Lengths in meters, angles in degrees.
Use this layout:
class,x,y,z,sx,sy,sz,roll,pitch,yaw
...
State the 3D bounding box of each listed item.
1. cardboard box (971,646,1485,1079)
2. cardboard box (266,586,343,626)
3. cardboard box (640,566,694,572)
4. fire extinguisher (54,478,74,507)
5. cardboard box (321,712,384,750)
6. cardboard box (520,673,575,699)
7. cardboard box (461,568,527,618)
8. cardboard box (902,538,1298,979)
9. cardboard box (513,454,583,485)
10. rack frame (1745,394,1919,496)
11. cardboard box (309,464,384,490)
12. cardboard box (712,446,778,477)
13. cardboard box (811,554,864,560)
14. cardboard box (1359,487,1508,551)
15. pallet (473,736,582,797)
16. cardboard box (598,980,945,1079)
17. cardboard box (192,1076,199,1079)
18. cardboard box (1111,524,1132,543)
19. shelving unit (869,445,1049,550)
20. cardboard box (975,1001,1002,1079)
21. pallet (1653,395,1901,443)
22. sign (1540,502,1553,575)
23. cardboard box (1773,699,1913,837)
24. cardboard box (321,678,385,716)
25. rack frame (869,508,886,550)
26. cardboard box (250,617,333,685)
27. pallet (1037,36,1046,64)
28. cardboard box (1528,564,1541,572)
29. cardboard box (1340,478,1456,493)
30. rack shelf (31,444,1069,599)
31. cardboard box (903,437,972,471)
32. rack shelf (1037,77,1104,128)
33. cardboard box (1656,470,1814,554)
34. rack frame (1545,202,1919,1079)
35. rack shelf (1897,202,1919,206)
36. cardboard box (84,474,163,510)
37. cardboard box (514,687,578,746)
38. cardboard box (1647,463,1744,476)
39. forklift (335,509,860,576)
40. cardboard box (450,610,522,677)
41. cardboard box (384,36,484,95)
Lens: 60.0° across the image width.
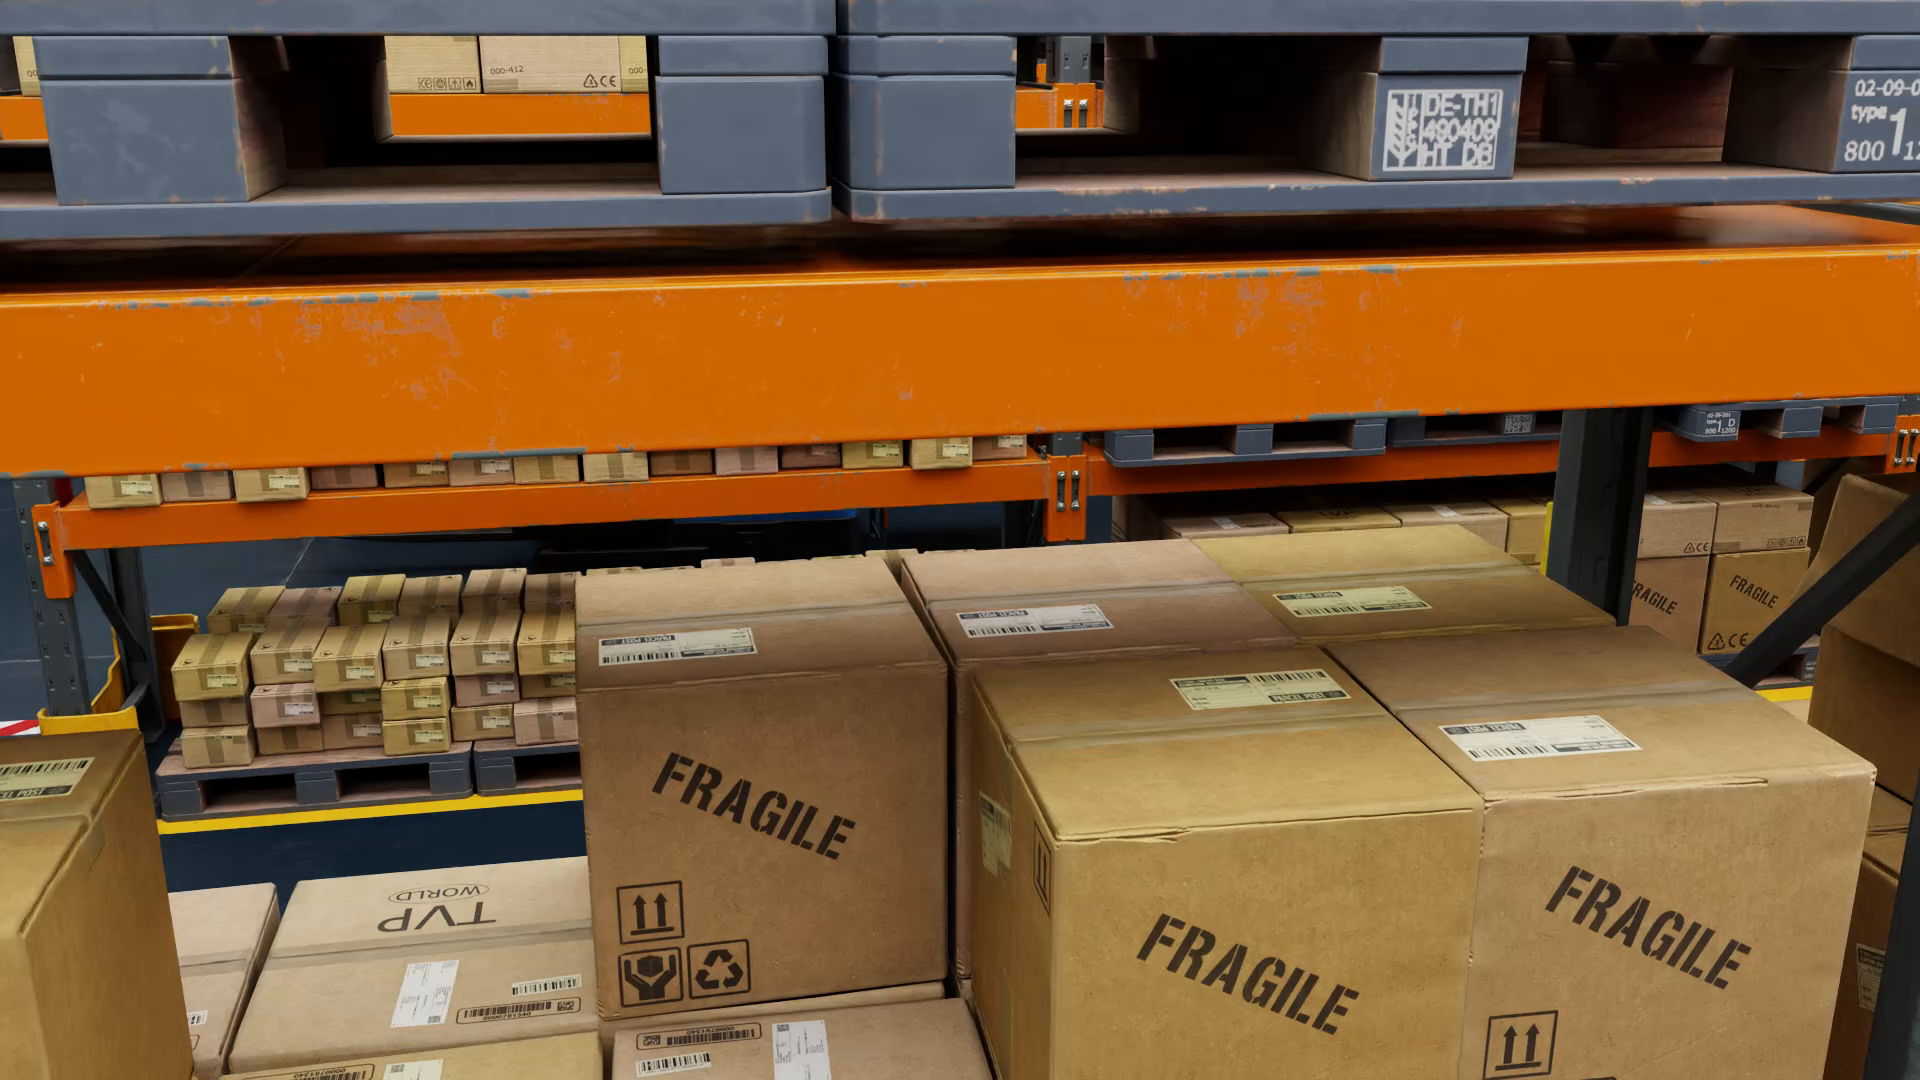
class,x,y,z,sx,sy,sz,roll,pitch,yaw
cardboard box,0.306,0.471,2.140,0.500,0.500,0.500,-3,17,-10
cardboard box,-2.841,0.336,7.237,0.250,0.149,0.380,-3,17,-9
cardboard box,-1.310,0.250,7.517,0.250,0.149,0.380,-4,18,-13
fire extinguisher,-3.905,-0.346,7.095,0.183,0.674,0.296,-3,17,-10
cardboard box,-2.511,0.729,6.969,0.250,0.149,0.380,-3,17,-10
cardboard box,-1.731,0.532,7.103,0.250,0.149,0.380,-2,17,-8
cardboard box,-2.091,0.258,7.491,0.250,0.149,0.380,-3,17,-8
cardboard box,0.195,0.320,2.633,0.500,0.500,0.500,-3,17,-10
cardboard box,-1.668,-0.347,6.760,0.250,0.149,0.380,-3,17,-8
rack frame,4.285,-0.887,8.092,0.127,3.000,1.000,-3,17,-10
cardboard box,-2.445,-0.325,6.689,0.250,0.149,0.380,-2,17,-8
cardboard box,-0.904,-0.387,6.890,0.250,0.149,0.380,-4,18,-13
cardboard box,-0.541,0.199,7.682,0.250,0.149,0.380,-3,17,-11
cardboard box,2.157,-0.051,7.636,0.500,0.250,0.500,-3,17,-8
pallet,-1.496,0.785,7.397,1.213,0.211,1.003,-3,17,-10
cardboard box,-0.309,0.708,2.648,0.500,0.250,0.500,-3,17,-9
cardboard box,-1.203,0.916,1.968,0.500,0.250,0.500,-4,17,-12
cardboard box,1.036,0.216,8.043,0.500,0.500,0.500,-4,17,-11
shelving unit,-0.007,-0.537,10.145,1.048,1.125,0.538,-3,17,-10
cardboard box,0.308,0.830,2.249,0.500,0.250,0.500,-3,17,-9
pallet,3.605,-0.725,7.891,1.003,0.211,1.213,-3,17,-10
sign,1.086,0.099,3.043,0.005,0.325,0.100,-3,17,-10
cardboard box,1.606,0.618,3.020,0.500,0.500,0.500,-3,17,-10
cardboard box,-2.504,0.585,6.933,0.250,0.149,0.380,-3,17,-10
rack frame,-0.506,-0.509,10.053,0.032,1.125,0.500,-3,17,-10
cardboard box,-2.743,0.455,6.850,0.250,0.149,0.380,-3,17,-9
pallet,0.210,-3.494,11.795,1.217,0.209,0.805,-4,18,-13
cardboard box,2.661,0.281,7.831,0.500,0.500,0.500,-4,18,-13
cardboard box,2.064,-0.202,8.124,0.500,0.250,0.500,-4,18,-13
rack shelf,-1.607,-0.209,7.110,4.000,0.370,1.077,-3,17,-10
cardboard box,-0.111,-0.415,6.983,0.250,0.149,0.380,-4,17,-12
rack shelf,2.321,-1.866,7.395,4.000,0.370,1.077,-3,17,-10
cardboard box,3.663,-0.138,7.918,0.500,0.250,0.500,-4,17,-12
rack frame,1.199,0.771,2.693,0.127,3.000,1.000,-3,17,-10
rack shelf,3.163,-0.431,2.721,4.000,0.370,1.077,-3,17,-10
cardboard box,-3.190,-0.245,6.430,0.250,0.149,0.380,-3,17,-11
cardboard box,-1.746,0.716,7.012,0.250,0.149,0.380,-4,18,-13
cardboard box,3.562,-0.283,8.390,0.500,0.250,0.500,-4,18,-13
forklift,-2.138,-1.342,9.689,3.031,2.935,1.130,-1,17,-5
cardboard box,-1.970,0.427,6.940,0.250,0.149,0.380,-3,17,-8
cardboard box,-2.060,-1.816,6.262,0.500,0.250,0.500,-4,17,-12
